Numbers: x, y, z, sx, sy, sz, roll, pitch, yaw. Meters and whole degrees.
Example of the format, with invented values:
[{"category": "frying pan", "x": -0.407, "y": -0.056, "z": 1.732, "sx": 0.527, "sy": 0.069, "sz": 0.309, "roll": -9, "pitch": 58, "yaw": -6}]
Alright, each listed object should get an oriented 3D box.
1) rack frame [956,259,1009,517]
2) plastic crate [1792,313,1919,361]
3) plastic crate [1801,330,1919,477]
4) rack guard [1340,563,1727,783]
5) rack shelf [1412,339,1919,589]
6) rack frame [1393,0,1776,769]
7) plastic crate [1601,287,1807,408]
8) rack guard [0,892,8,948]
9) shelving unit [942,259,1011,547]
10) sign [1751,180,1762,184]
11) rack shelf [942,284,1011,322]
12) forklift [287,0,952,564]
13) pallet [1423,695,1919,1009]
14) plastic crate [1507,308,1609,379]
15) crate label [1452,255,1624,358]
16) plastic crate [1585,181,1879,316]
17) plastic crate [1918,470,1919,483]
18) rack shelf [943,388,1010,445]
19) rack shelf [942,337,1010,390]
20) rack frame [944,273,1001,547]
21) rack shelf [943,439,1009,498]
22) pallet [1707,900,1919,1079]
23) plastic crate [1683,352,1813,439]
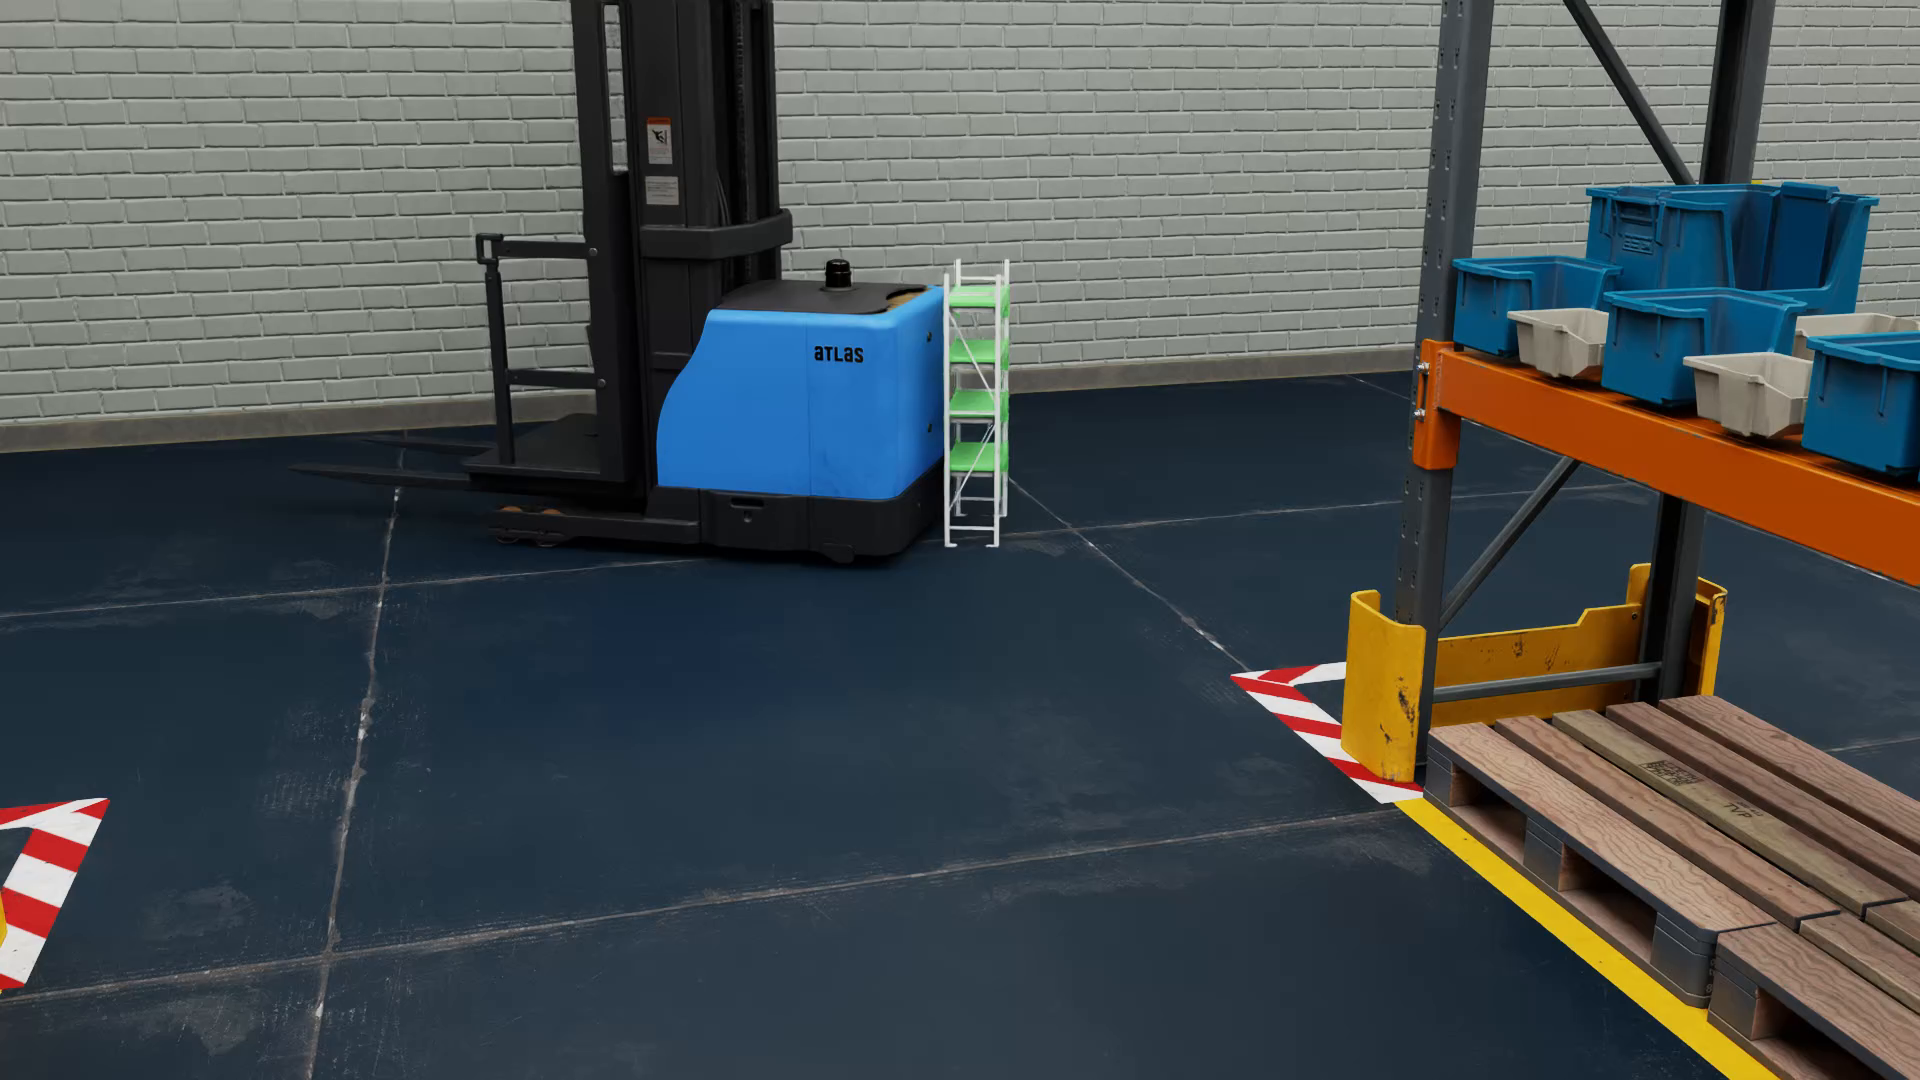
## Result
[{"category": "rack frame", "x": 0.101, "y": -0.687, "z": 7.654, "sx": 0.240, "sy": 1.200, "sz": 0.015, "roll": 2, "pitch": 17, "yaw": 5}, {"category": "plastic crate", "x": 2.218, "y": -0.478, "z": 4.183, "sx": 0.396, "sy": 0.136, "sz": 0.243, "roll": -5, "pitch": 17, "yaw": -15}, {"category": "plastic crate", "x": 1.933, "y": -0.277, "z": 3.346, "sx": 0.416, "sy": 0.233, "sz": 0.300, "roll": -5, "pitch": 17, "yaw": -15}, {"category": "rack guard", "x": 1.801, "y": 0.405, "z": 5.235, "sx": 1.175, "sy": 0.500, "sz": 0.348, "roll": -5, "pitch": 17, "yaw": -15}, {"category": "rack shelf", "x": 2.369, "y": 0.111, "z": 3.119, "sx": 1.077, "sy": 0.370, "sz": 4.000, "roll": -5, "pitch": 17, "yaw": -15}, {"category": "rack frame", "x": 1.820, "y": -0.787, "z": 4.857, "sx": 1.000, "sy": 3.000, "sz": 0.127, "roll": -5, "pitch": 17, "yaw": -15}, {"category": "plastic crate", "x": 1.752, "y": -0.459, "z": 3.952, "sx": 0.416, "sy": 0.233, "sz": 0.300, "roll": -5, "pitch": 17, "yaw": -15}, {"category": "rack guard", "x": -2.923, "y": 0.822, "z": 3.846, "sx": 1.175, "sy": 0.500, "sz": 0.348, "roll": -5, "pitch": 17, "yaw": -15}, {"category": "shelving unit", "x": 0.077, "y": -0.617, "z": 7.422, "sx": 0.258, "sy": 1.200, "sz": 0.503, "roll": 2, "pitch": 17, "yaw": 5}, {"category": "sign", "x": 2.344, "y": -0.913, "z": 4.993, "sx": 0.100, "sy": 0.325, "sz": 0.005, "roll": -5, "pitch": 17, "yaw": -15}, {"category": "rack shelf", "x": 0.077, "y": -1.016, "z": 7.302, "sx": 0.258, "sy": 0.148, "sz": 0.480, "roll": 2, "pitch": 17, "yaw": 5}, {"category": "forklift", "x": -1.611, "y": -1.514, "z": 7.396, "sx": 3.031, "sy": 2.935, "sz": 1.130, "roll": 4, "pitch": 17, "yaw": 14}, {"category": "pallet", "x": 2.009, "y": 0.780, "z": 4.488, "sx": 1.003, "sy": 0.211, "sz": 1.213, "roll": -5, "pitch": 17, "yaw": -15}, {"category": "plastic crate", "x": 1.579, "y": -0.499, "z": 4.255, "sx": 0.250, "sy": 0.136, "sz": 0.298, "roll": -5, "pitch": 17, "yaw": -15}, {"category": "crate label", "x": 1.571, "y": -0.641, "z": 4.558, "sx": 0.416, "sy": 0.233, "sz": 0.303, "roll": -5, "pitch": 17, "yaw": -15}, {"category": "plastic crate", "x": 2.091, "y": -0.754, "z": 4.584, "sx": 0.616, "sy": 0.435, "sz": 0.499, "roll": -5, "pitch": 17, "yaw": -15}, {"category": "plastic crate", "x": 2.015, "y": -0.194, "z": 3.069, "sx": 0.416, "sy": 0.233, "sz": 0.300, "roll": -5, "pitch": 17, "yaw": -15}, {"category": "rack shelf", "x": 0.077, "y": -0.556, "z": 7.440, "sx": 0.258, "sy": 0.148, "sz": 0.480, "roll": 2, "pitch": 17, "yaw": 5}, {"category": "rack shelf", "x": 0.077, "y": -0.786, "z": 7.371, "sx": 0.258, "sy": 0.148, "sz": 0.480, "roll": 2, "pitch": 17, "yaw": 5}, {"category": "rack frame", "x": 0.053, "y": -0.547, "z": 7.189, "sx": 0.240, "sy": 1.200, "sz": 0.015, "roll": 2, "pitch": 17, "yaw": 5}, {"category": "rack shelf", "x": 0.077, "y": -0.326, "z": 7.509, "sx": 0.258, "sy": 0.148, "sz": 0.480, "roll": 2, "pitch": 17, "yaw": 5}, {"category": "pallet", "x": 2.341, "y": 1.117, "z": 3.367, "sx": 1.003, "sy": 0.211, "sz": 1.213, "roll": -5, "pitch": 17, "yaw": -15}, {"category": "plastic crate", "x": 1.766, "y": -0.312, "z": 3.630, "sx": 0.250, "sy": 0.136, "sz": 0.298, "roll": -5, "pitch": 17, "yaw": -15}]
